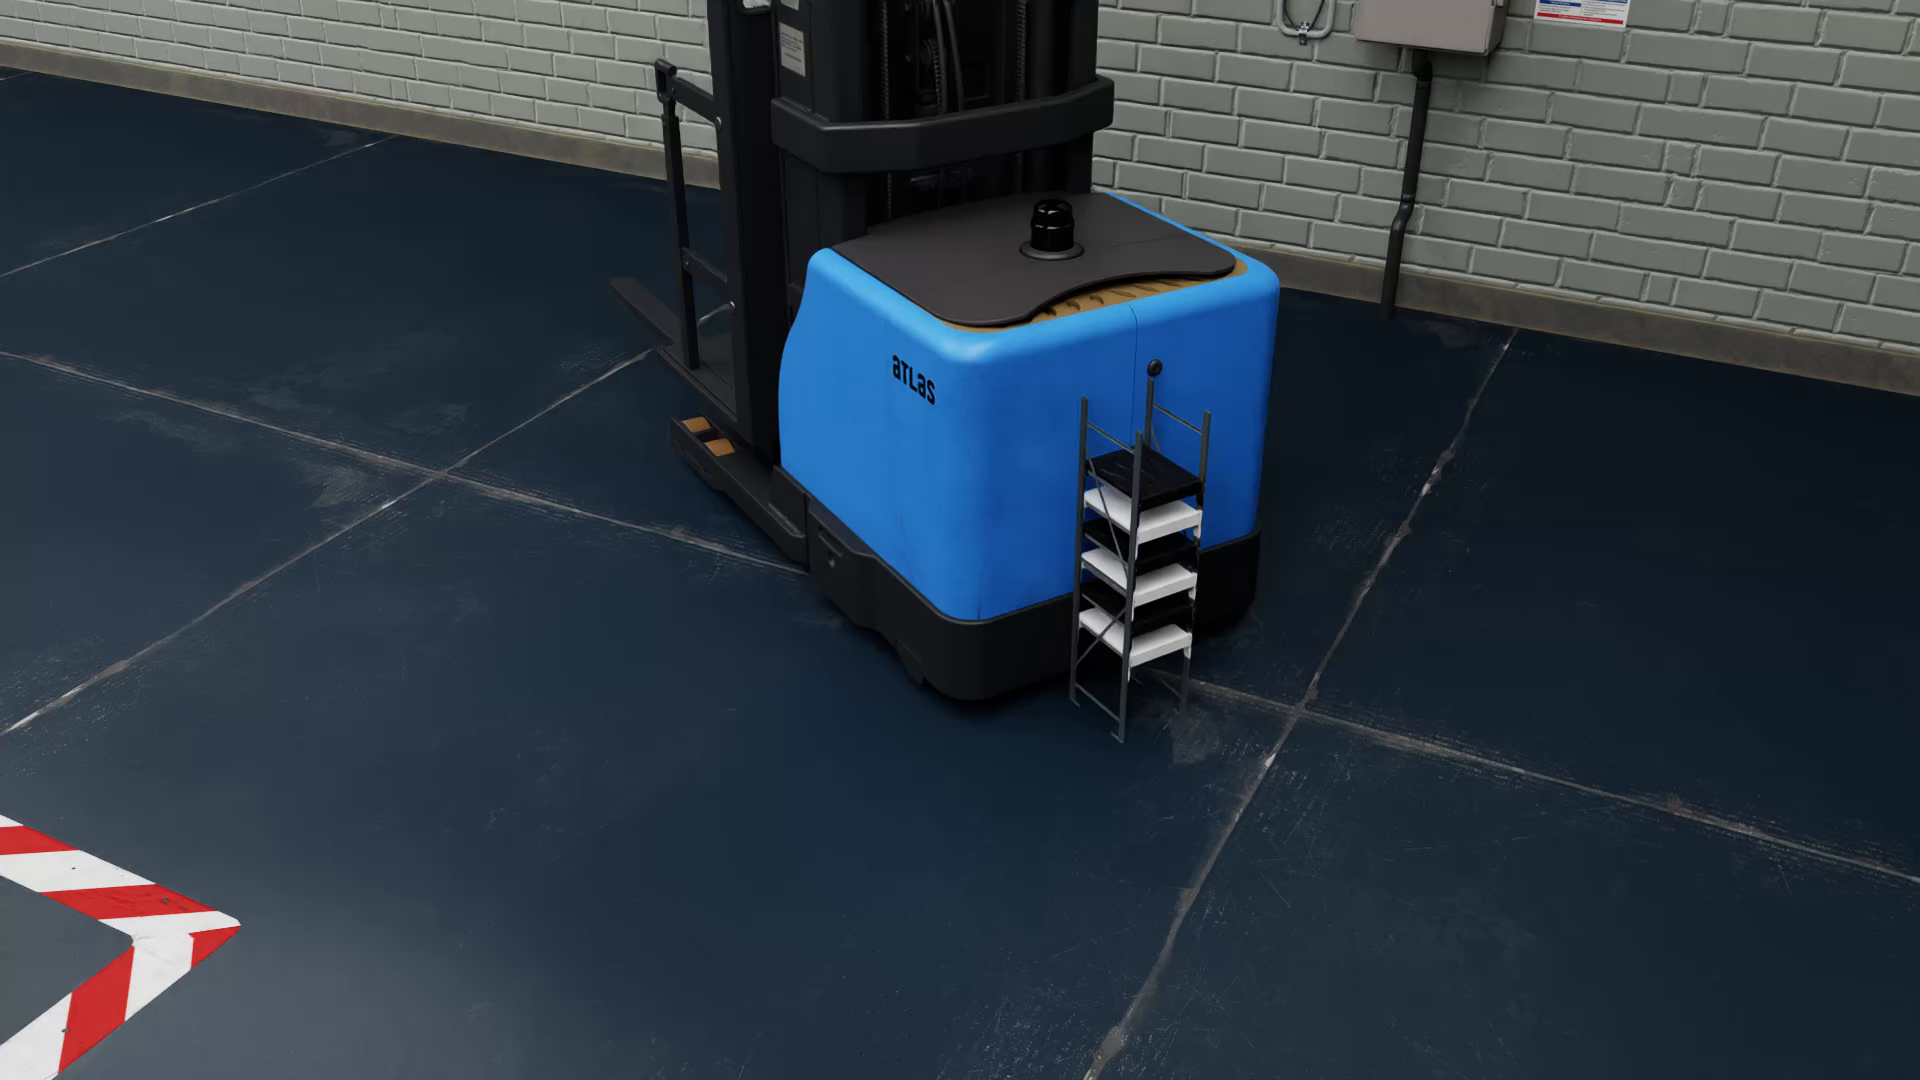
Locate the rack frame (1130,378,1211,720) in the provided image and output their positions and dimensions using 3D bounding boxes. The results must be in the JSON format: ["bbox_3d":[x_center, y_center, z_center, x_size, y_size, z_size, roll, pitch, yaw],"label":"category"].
[{"bbox_3d":[0.534,0.037,4.283,0.006,0.900,0.240,-17,34,-27],"label":"rack frame"}]

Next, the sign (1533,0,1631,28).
[{"bbox_3d":[2.294,-2.130,6.043,0.329,0.494,0.001,14,33,23],"label":"sign"}]

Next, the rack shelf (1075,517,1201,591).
[{"bbox_3d":[0.448,0.014,4.208,0.200,0.077,0.258,-17,34,-27],"label":"rack shelf"}]

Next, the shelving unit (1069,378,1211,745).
[{"bbox_3d":[0.448,0.063,4.236,0.210,0.900,0.258,-17,34,-27],"label":"shelving unit"}]

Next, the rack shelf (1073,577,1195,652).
[{"bbox_3d":[0.448,0.170,4.297,0.200,0.077,0.258,-17,34,-27],"label":"rack shelf"}]

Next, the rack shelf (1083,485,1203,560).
[{"bbox_3d":[0.448,-0.064,4.163,0.200,0.077,0.258,-17,34,-27],"label":"rack shelf"}]

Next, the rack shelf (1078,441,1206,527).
[{"bbox_3d":[0.448,-0.142,4.118,0.200,0.077,0.258,-17,34,-27],"label":"rack shelf"}]

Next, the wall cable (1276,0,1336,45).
[{"bbox_3d":[1.225,-2.857,6.192,0.588,1.984,0.122,14,33,23],"label":"wall cable"}]

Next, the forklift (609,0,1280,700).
[{"bbox_3d":[-0.331,-1.548,5.002,1.130,2.935,3.031,-17,34,-26],"label":"forklift"}]

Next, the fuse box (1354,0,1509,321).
[{"bbox_3d":[1.760,-1.633,6.375,0.539,1.711,0.414,14,33,23],"label":"fuse box"}]

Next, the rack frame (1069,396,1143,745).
[{"bbox_3d":[0.361,0.090,4.189,0.006,0.900,0.240,-17,34,-27],"label":"rack frame"}]

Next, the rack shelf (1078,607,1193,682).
[{"bbox_3d":[0.448,0.248,4.342,0.200,0.077,0.258,-17,34,-27],"label":"rack shelf"}]

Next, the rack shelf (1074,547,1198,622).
[{"bbox_3d":[0.448,0.092,4.253,0.200,0.077,0.258,-17,34,-27],"label":"rack shelf"}]
